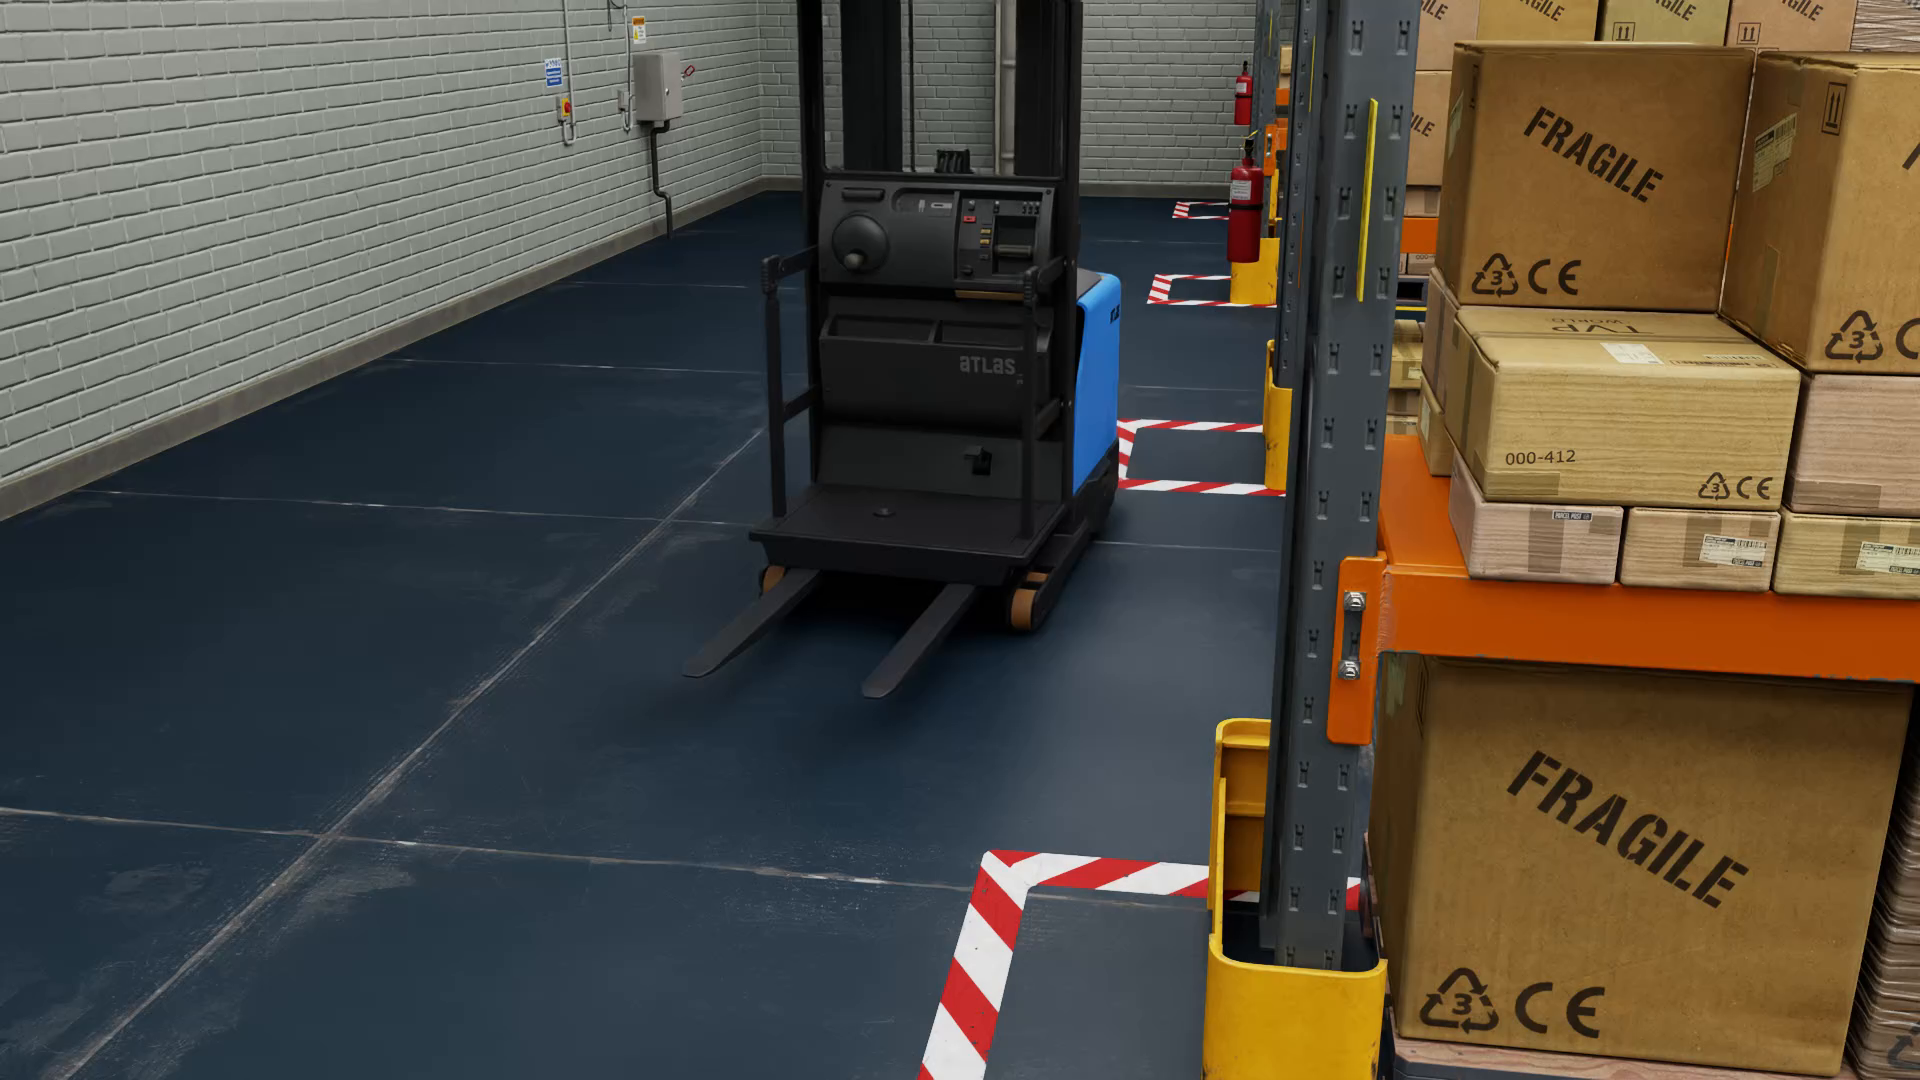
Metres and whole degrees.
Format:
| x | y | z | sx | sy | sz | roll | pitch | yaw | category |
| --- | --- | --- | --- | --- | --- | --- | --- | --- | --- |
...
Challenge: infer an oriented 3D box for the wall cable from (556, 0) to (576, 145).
| x | y | z | sx | sy | sz | roll | pitch | yaw | category |
| --- | --- | --- | --- | --- | --- | --- | --- | --- | --- |
| -3.225 | -4.171 | 13.391 | 0.123 | 1.953 | 0.585 | 3 | 19 | 9 | wall cable |

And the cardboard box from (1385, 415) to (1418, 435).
| x | y | z | sx | sy | sz | roll | pitch | yaw | category |
| --- | --- | --- | --- | --- | --- | --- | --- | --- | --- |
| 2.127 | -0.563 | 8.088 | 0.250 | 0.149 | 0.380 | 3 | 19 | 10 | cardboard box |

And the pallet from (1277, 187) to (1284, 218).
| x | y | z | sx | sy | sz | roll | pitch | yaw | category |
| --- | --- | --- | --- | --- | --- | --- | --- | --- | --- |
| 3.992 | -3.587 | 17.691 | 1.213 | 0.211 | 1.003 | 3 | 19 | 9 | pallet |

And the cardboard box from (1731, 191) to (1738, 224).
| x | y | z | sx | sy | sz | roll | pitch | yaw | category |
| --- | --- | --- | --- | --- | --- | --- | --- | --- | --- |
| 3.477 | -1.541 | 7.578 | 0.250 | 0.149 | 0.380 | 4 | 19 | 11 | cardboard box |

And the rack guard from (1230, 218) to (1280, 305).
| x | y | z | sx | sy | sz | roll | pitch | yaw | category |
| --- | --- | --- | --- | --- | --- | --- | --- | --- | --- |
| 2.322 | -2.214 | 13.131 | 0.348 | 0.500 | 1.175 | 3 | 19 | 9 | rack guard |

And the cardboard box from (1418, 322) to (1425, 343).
| x | y | z | sx | sy | sz | roll | pitch | yaw | category |
| --- | --- | --- | --- | --- | --- | --- | --- | --- | --- |
| 2.462 | -0.994 | 8.439 | 0.250 | 0.149 | 0.380 | 3 | 19 | 10 | cardboard box |

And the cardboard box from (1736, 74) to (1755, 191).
| x | y | z | sx | sy | sz | roll | pitch | yaw | category |
| --- | --- | --- | --- | --- | --- | --- | --- | --- | --- |
| 3.578 | -1.850 | 7.479 | 0.500 | 0.500 | 0.500 | 2 | 19 | 7 | cardboard box |

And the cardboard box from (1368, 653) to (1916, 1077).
| x | y | z | sx | sy | sz | roll | pitch | yaw | category |
| --- | --- | --- | --- | --- | --- | --- | --- | --- | --- |
| 1.419 | 0.522 | 3.701 | 0.875 | 0.875 | 0.875 | 3 | 19 | 9 | cardboard box |

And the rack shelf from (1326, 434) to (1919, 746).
| x | y | z | sx | sy | sz | roll | pitch | yaw | category |
| --- | --- | --- | --- | --- | --- | --- | --- | --- | --- |
| 2.749 | 0.149 | 3.266 | 4.000 | 0.370 | 1.077 | 3 | 19 | 9 | rack shelf |

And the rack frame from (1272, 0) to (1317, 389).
| x | y | z | sx | sy | sz | roll | pitch | yaw | category |
| --- | --- | --- | --- | --- | --- | --- | --- | --- | --- |
| 1.661 | -1.842 | 8.081 | 0.127 | 3.000 | 1.000 | 3 | 19 | 9 | rack frame |

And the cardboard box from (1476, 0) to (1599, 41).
| x | y | z | sx | sy | sz | roll | pitch | yaw | category |
| --- | --- | --- | --- | --- | --- | --- | --- | --- | --- |
| 2.561 | -2.376 | 7.473 | 0.500 | 0.500 | 0.500 | 3 | 19 | 10 | cardboard box |

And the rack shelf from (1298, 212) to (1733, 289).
| x | y | z | sx | sy | sz | roll | pitch | yaw | category |
| --- | --- | --- | --- | --- | --- | --- | --- | --- | --- |
| 3.635 | -1.400 | 7.894 | 4.000 | 0.370 | 1.077 | 3 | 19 | 9 | rack shelf |

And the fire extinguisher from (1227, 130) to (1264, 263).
| x | y | z | sx | sy | sz | roll | pitch | yaw | category |
| --- | --- | --- | --- | --- | --- | --- | --- | --- | --- |
| 1.485 | -1.786 | 8.623 | 0.183 | 0.674 | 0.296 | 3 | 19 | 9 | fire extinguisher |

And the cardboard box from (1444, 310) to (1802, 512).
| x | y | z | sx | sy | sz | roll | pitch | yaw | category |
| --- | --- | --- | --- | --- | --- | --- | --- | --- | --- |
| 1.205 | -0.254 | 3.104 | 0.500 | 0.250 | 0.500 | 2 | 19 | 7 | cardboard box |

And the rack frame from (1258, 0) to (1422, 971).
| x | y | z | sx | sy | sz | roll | pitch | yaw | category |
| --- | --- | --- | --- | --- | --- | --- | --- | --- | --- |
| 0.774 | -0.293 | 3.452 | 0.127 | 3.000 | 1.000 | 3 | 19 | 9 | rack frame |

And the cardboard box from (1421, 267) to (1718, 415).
| x | y | z | sx | sy | sz | roll | pitch | yaw | category |
| --- | --- | --- | --- | --- | --- | --- | --- | --- | --- |
| 1.295 | -0.422 | 3.604 | 0.500 | 0.250 | 0.500 | 3 | 19 | 8 | cardboard box |

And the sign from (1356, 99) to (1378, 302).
| x | y | z | sx | sy | sz | roll | pitch | yaw | category |
| --- | --- | --- | --- | --- | --- | --- | --- | --- | --- |
| 0.680 | -0.568 | 2.784 | 0.005 | 0.325 | 0.100 | 3 | 19 | 9 | sign |

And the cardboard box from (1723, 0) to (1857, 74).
| x | y | z | sx | sy | sz | roll | pitch | yaw | category |
| --- | --- | --- | --- | --- | --- | --- | --- | --- | --- |
| 3.575 | -2.318 | 7.301 | 0.500 | 0.500 | 0.500 | 2 | 19 | 7 | cardboard box |

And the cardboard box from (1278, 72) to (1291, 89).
| x | y | z | sx | sy | sz | roll | pitch | yaw | category |
| --- | --- | --- | --- | --- | --- | --- | --- | --- | --- |
| 3.411 | -4.732 | 17.113 | 0.250 | 0.149 | 0.380 | 3 | 19 | 8 | cardboard box |

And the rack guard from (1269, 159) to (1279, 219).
| x | y | z | sx | sy | sz | roll | pitch | yaw | category |
| --- | --- | --- | --- | --- | --- | --- | --- | --- | --- |
| 3.205 | -3.764 | 17.765 | 0.348 | 0.500 | 1.175 | 3 | 19 | 9 | rack guard |

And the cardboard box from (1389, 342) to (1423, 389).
| x | y | z | sx | sy | sz | roll | pitch | yaw | category |
| --- | --- | --- | --- | --- | --- | --- | --- | --- | --- |
| 2.124 | -0.839 | 7.976 | 0.250 | 0.149 | 0.380 | 2 | 19 | 6 | cardboard box |

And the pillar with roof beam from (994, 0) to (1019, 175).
| x | y | z | sx | sy | sz | roll | pitch | yaw | category |
| --- | --- | --- | --- | --- | --- | --- | --- | --- | --- |
| -0.072 | -6.868 | 13.646 | 0.400 | 9.000 | 9.100 | 3 | 19 | 9 | pillar with roof beam |

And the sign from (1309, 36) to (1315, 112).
| x | y | z | sx | sy | sz | roll | pitch | yaw | category |
| --- | --- | --- | --- | --- | --- | --- | --- | --- | --- |
| 1.575 | -2.083 | 7.436 | 0.005 | 0.325 | 0.100 | 3 | 19 | 9 | sign |

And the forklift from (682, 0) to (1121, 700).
| x | y | z | sx | sy | sz | roll | pitch | yaw | category |
| --- | --- | --- | --- | --- | --- | --- | --- | --- | --- |
| -0.153 | -1.181 | 6.212 | 1.130 | 2.935 | 3.031 | 5 | 19 | 15 | forklift |

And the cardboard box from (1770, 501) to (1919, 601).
| x | y | z | sx | sy | sz | roll | pitch | yaw | category |
| --- | --- | --- | --- | --- | --- | --- | --- | --- | --- |
| 1.579 | -0.028 | 3.054 | 0.250 | 0.149 | 0.380 | 2 | 19 | 7 | cardboard box |

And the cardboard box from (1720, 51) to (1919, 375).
| x | y | z | sx | sy | sz | roll | pitch | yaw | category |
| --- | --- | --- | --- | --- | --- | --- | --- | --- | --- |
| 1.699 | -0.585 | 2.910 | 0.500 | 0.500 | 0.500 | 2 | 19 | 7 | cardboard box |

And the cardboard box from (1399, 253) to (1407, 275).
| x | y | z | sx | sy | sz | roll | pitch | yaw | category |
| --- | --- | --- | --- | --- | --- | --- | --- | --- | --- |
| 3.013 | -2.380 | 13.065 | 0.875 | 0.438 | 0.875 | 2 | 19 | 7 | cardboard box |

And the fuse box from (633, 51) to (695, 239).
| x | y | z | sx | sy | sz | roll | pitch | yaw | category |
| --- | --- | --- | --- | --- | --- | --- | --- | --- | --- |
| -2.748 | -3.714 | 15.707 | 0.414 | 1.711 | 0.539 | 3 | 19 | 9 | fuse box |

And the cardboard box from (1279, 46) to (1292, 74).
| x | y | z | sx | sy | sz | roll | pitch | yaw | category |
| --- | --- | --- | --- | --- | --- | --- | --- | --- | --- |
| 3.535 | -4.916 | 17.035 | 0.500 | 0.250 | 0.500 | 3 | 19 | 9 | cardboard box |

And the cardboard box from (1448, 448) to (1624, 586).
| x | y | z | sx | sy | sz | roll | pitch | yaw | category |
| --- | --- | --- | --- | --- | --- | --- | --- | --- | --- |
| 1.072 | -0.053 | 3.130 | 0.250 | 0.149 | 0.380 | 3 | 19 | 9 | cardboard box |

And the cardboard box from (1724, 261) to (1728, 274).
| x | y | z | sx | sy | sz | roll | pitch | yaw | category |
| --- | --- | --- | --- | --- | --- | --- | --- | --- | --- |
| 5.692 | -2.246 | 12.664 | 0.875 | 0.438 | 0.875 | 3 | 19 | 8 | cardboard box |
